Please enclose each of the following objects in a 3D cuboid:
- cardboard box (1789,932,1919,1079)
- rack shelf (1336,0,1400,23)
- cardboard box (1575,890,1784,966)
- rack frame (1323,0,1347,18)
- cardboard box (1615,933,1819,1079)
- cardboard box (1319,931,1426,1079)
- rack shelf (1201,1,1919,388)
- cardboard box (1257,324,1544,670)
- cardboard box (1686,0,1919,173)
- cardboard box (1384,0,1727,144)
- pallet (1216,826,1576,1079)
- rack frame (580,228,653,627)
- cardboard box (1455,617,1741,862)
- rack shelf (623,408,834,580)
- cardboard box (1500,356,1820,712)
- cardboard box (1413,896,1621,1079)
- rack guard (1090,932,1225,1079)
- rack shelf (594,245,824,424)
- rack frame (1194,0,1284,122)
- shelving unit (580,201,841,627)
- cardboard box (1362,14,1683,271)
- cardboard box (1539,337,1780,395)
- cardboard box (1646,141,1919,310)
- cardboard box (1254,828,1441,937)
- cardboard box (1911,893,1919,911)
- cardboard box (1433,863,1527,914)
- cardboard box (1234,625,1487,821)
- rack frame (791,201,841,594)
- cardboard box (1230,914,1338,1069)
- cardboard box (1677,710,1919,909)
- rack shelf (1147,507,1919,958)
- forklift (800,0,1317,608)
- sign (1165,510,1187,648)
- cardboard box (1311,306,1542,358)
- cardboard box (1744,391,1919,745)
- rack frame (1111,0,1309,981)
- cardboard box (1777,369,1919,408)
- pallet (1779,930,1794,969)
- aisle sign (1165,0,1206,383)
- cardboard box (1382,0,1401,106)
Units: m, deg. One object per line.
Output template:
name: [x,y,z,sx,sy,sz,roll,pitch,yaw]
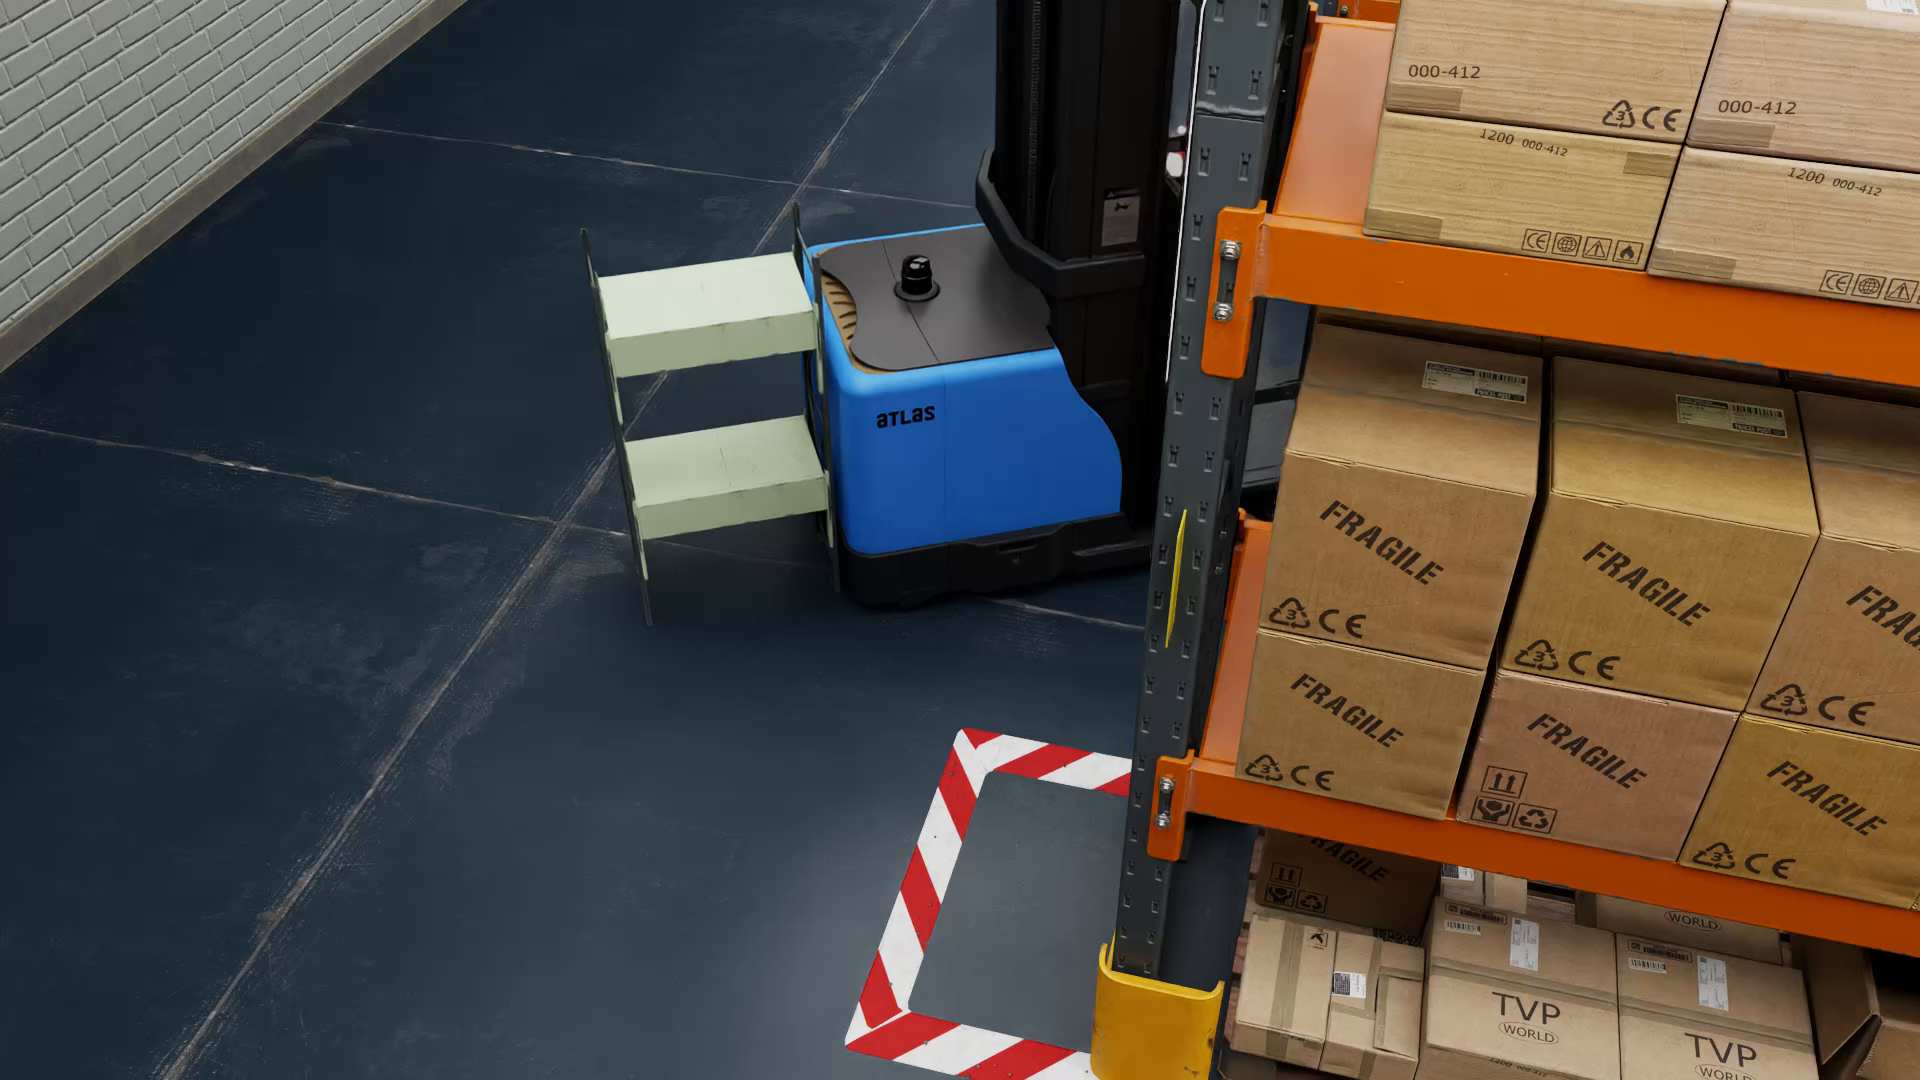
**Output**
cardboard box: [2.661,1.224,4.559,0.637,0.503,0.797,10,41,11]
rack shelf: [3.829,-2.388,7.821,4.000,0.370,1.077,10,41,11]
cardboard box: [2.112,1.079,4.929,0.500,0.250,0.500,10,41,11]
rack frame: [1.897,-2.996,7.985,0.127,3.000,1.000,10,41,11]
cardboard box: [2.031,1.398,4.549,0.500,0.250,0.500,10,41,11]
cardboard box: [1.170,1.322,4.705,0.250,0.166,0.380,10,41,11]
rack shelf: [2.545,-0.460,3.193,4.000,0.370,1.077,10,41,11]
cardboard box: [0.974,-0.103,3.685,0.500,0.500,0.500,11,41,13]
cardboard box: [1.523,-0.867,2.846,0.500,0.250,0.500,10,41,11]
cardboard box: [1.042,-0.955,2.950,0.500,0.250,0.500,10,41,11]
pallet: [1.457,1.293,5.046,1.213,0.211,1.003,10,41,11]
rack frame: [-1.236,-0.368,6.022,0.023,1.500,0.400,-10,41,-11]
cardboard box: [1.473,0.362,3.908,0.500,0.500,0.500,9,41,11]
rack shelf: [-0.883,-0.179,6.304,0.720,0.370,0.431,-10,41,-11]
cardboard box: [1.481,-0.021,3.587,0.500,0.500,0.500,10,41,12]
cardboard box: [1.548,1.315,4.648,0.500,0.250,0.500,10,41,11]
rack guard: [0.687,1.050,5.111,0.348,0.500,1.175,10,41,11]
rack shelf: [-0.883,-0.728,5.844,0.720,0.370,0.431,-10,41,-11]
rack frame: [0.613,-2.217,2.392,0.127,3.000,1.000,10,41,11]
shelving unit: [-0.883,-0.429,6.095,0.755,1.500,0.431,-10,41,-11]
cardboard box: [1.044,-0.767,3.116,0.500,0.250,0.500,10,41,11]
cardboard box: [1.602,-0.354,3.984,0.500,0.500,0.500,11,41,13]
cardboard box: [1.523,-0.676,3.007,0.500,0.250,0.500,10,41,11]
cardboard box: [1.202,0.807,5.059,0.500,0.500,0.500,10,41,11]
cardboard box: [2.440,0.532,3.707,0.500,0.500,0.500,10,41,12]
cardboard box: [1.570,1.058,5.019,0.250,0.166,0.380,10,41,11]
cardboard box: [0.974,0.280,4.007,0.500,0.500,0.500,11,41,12]
rack frame: [-0.529,-0.490,6.168,0.023,1.500,0.400,-10,41,-11]
cardboard box: [0.929,1.287,4.760,0.250,0.149,0.380,10,41,11]
cardboard box: [1.957,0.448,3.807,0.500,0.500,0.500,10,41,11]
rack shelf: [2.545,0.689,4.157,4.000,0.370,1.077,10,41,11]
forklift: [0.918,-1.382,6.117,3.031,2.935,1.130,-10,41,-11]
sign: [0.473,0.086,3.642,0.005,0.325,0.100,10,41,11]
cardboard box: [1.114,-0.437,4.083,0.500,0.500,0.500,9,41,11]
cardboard box: [1.963,0.065,3.485,0.500,0.500,0.500,10,41,12]
rack frame: [0.613,0.081,4.322,0.127,3.000,1.000,10,41,11]
cardboard box: [2.104,-0.271,3.885,0.500,0.500,0.500,11,41,13]
pallet: [2.632,1.497,4.803,1.213,0.211,1.003,10,41,11]
aisle sign: [0.471,-0.744,3.282,0.004,0.787,0.394,10,41,11]
cardboard box: [1.178,-1.089,3.499,0.500,0.250,0.500,10,41,11]
